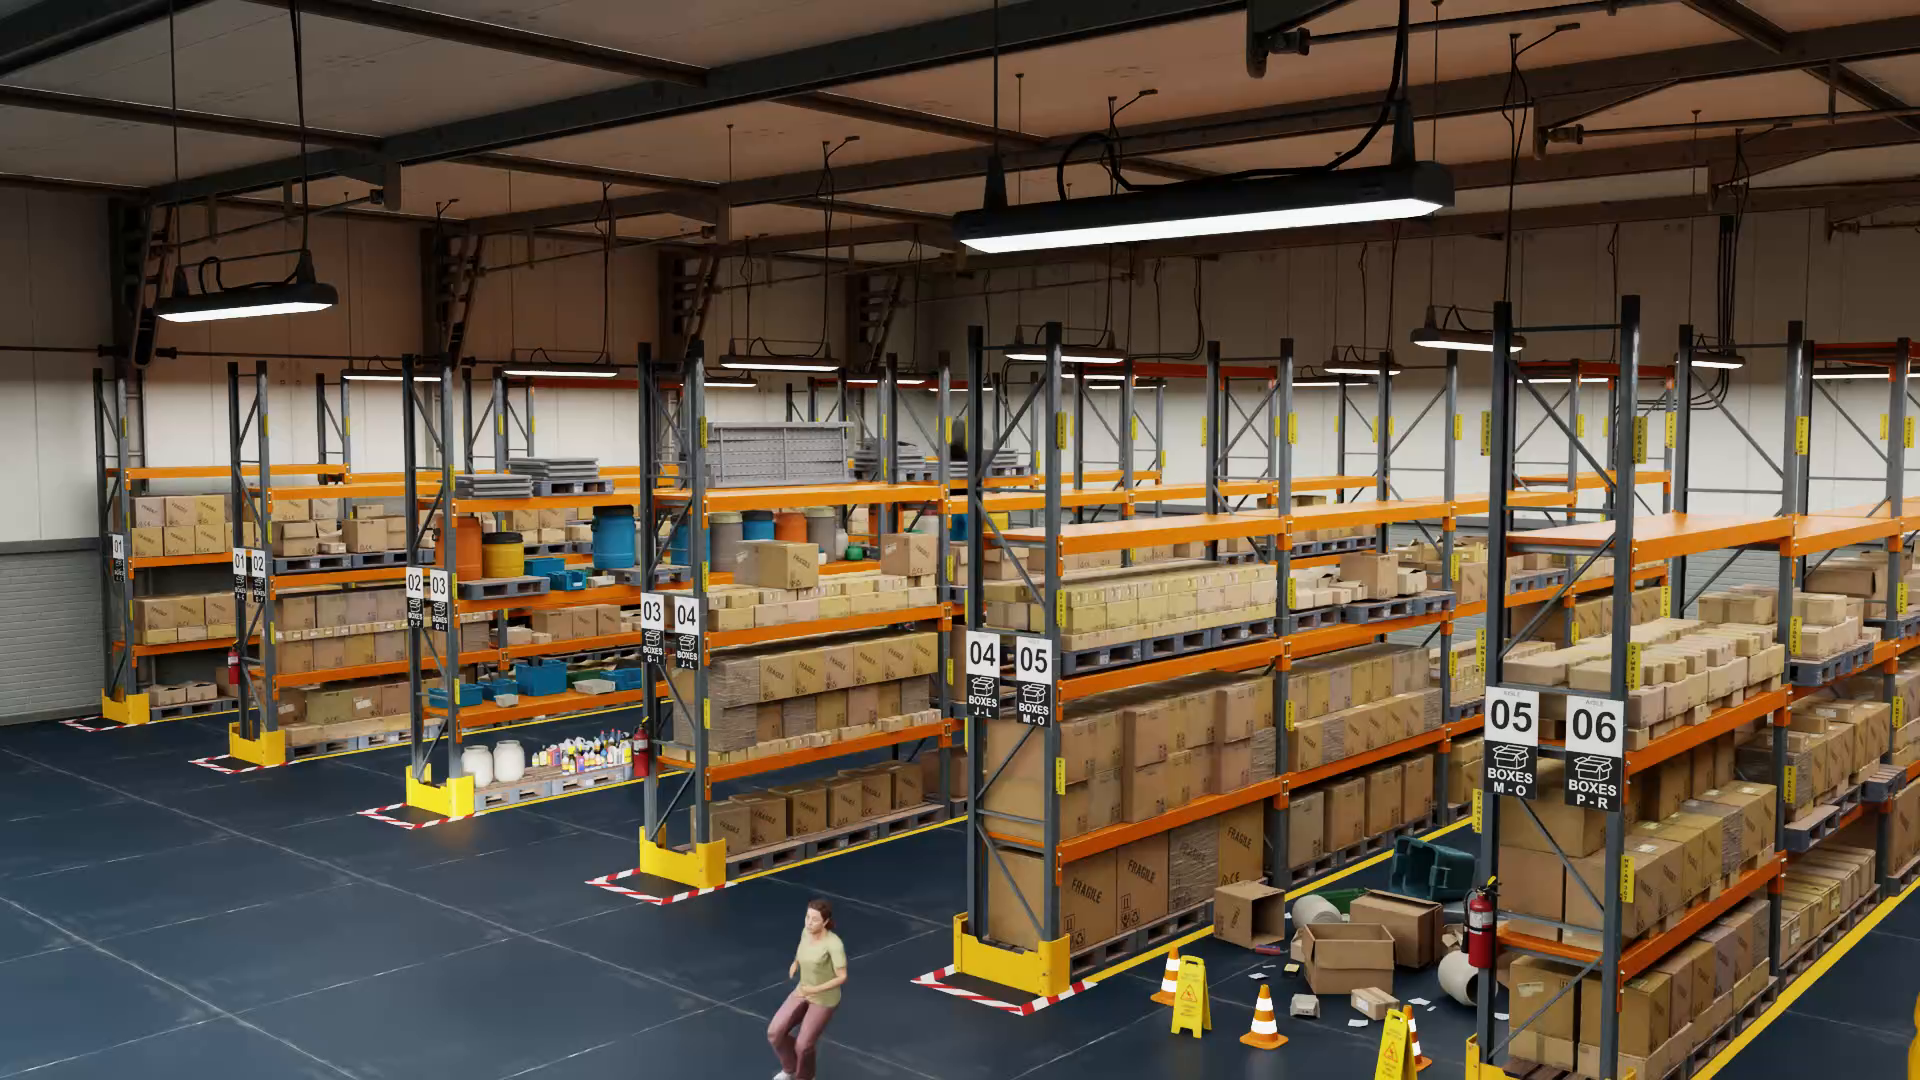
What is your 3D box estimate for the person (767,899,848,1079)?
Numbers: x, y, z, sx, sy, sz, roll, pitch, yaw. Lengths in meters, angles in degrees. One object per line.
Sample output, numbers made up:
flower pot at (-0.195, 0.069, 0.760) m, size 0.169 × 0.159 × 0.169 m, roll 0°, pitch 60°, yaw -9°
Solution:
person at (-1.159, 3.463, 12.564) m, size 0.742 × 1.567 × 0.610 m, roll 3°, pitch 5°, yaw 32°
